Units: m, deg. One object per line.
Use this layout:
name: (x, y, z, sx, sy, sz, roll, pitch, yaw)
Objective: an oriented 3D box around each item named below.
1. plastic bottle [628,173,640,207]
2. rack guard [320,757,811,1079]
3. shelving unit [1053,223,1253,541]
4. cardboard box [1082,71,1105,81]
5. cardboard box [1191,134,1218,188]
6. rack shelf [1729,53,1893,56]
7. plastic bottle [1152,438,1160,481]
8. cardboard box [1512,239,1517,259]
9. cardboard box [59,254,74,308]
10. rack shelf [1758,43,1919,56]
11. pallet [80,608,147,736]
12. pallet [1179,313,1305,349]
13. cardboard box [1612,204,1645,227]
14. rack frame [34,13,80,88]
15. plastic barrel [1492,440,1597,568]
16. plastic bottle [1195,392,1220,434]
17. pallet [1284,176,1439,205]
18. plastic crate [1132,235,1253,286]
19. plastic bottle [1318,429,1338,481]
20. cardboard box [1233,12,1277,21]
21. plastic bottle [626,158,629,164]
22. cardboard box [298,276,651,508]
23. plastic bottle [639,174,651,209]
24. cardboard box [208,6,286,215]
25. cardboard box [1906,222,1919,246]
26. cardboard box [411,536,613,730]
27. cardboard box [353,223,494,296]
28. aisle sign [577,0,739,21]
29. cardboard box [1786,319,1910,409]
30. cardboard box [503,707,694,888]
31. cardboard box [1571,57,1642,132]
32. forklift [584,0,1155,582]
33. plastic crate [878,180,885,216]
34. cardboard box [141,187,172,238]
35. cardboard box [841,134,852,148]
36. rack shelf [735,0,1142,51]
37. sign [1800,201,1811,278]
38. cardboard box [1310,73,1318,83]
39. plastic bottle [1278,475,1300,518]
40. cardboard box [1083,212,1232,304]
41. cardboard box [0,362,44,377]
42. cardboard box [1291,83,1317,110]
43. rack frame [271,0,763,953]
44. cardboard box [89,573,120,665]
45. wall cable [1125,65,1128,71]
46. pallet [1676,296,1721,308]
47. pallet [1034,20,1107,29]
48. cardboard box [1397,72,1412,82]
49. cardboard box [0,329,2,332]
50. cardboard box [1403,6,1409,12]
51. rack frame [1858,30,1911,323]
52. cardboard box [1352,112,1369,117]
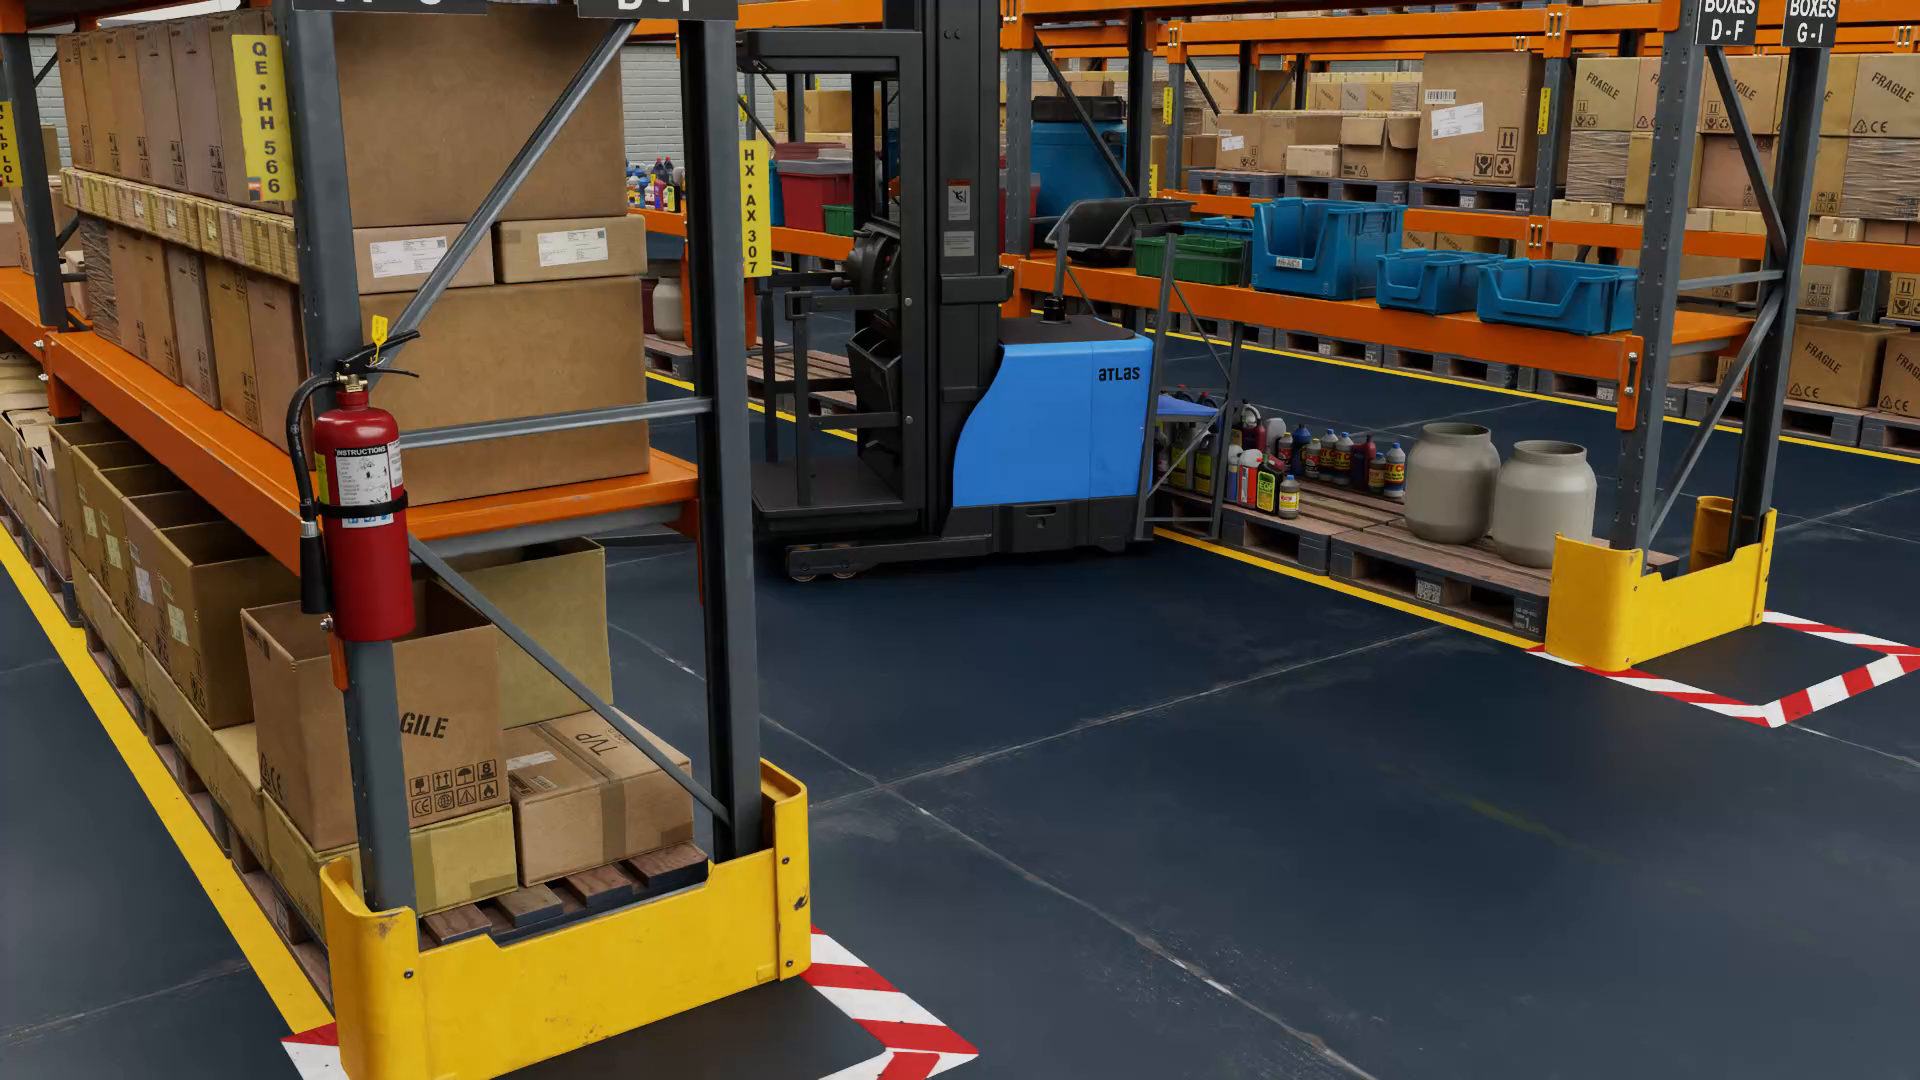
plastic bottle: (-2.655, -2.857, 13.576, 0.097, 0.271, 0.097, 0, 15, 0)
rack guard: (-0.945, 0.948, 4.165, 1.175, 0.500, 0.348, -11, 19, -35)
shelving unit: (0.920, -0.843, 8.637, 0.538, 1.500, 1.048, 0, 12, -27)
cardboard box: (2.071, -6.395, 23.610, 0.500, 0.500, 0.500, -10, 18, -33)
cardboard box: (2.287, -3.702, 16.231, 0.500, 0.500, 0.500, -10, 18, -33)
rack shelf: (13.205, -7.344, 25.408, 1.077, 0.370, 4.000, -11, 19, -35)
plastic bottle: (1.011, -0.468, 8.916, 0.061, 0.283, 0.133, -10, 18, -32)
cardboard box: (6.214, -3.444, 19.415, 0.500, 0.500, 0.500, -12, 19, -37)
cardboard box: (-3.976, -1.211, 7.574, 0.396, 0.266, 0.258, -11, 19, -36)
rack shelf: (11.544, -5.719, 19.469, 1.077, 0.370, 4.000, -11, 19, -35)
pallet: (-2.877, 0.404, 6.698, 1.003, 0.211, 1.213, -11, 19, -35)
pallet: (2.811, -1.996, 15.468, 1.003, 0.211, 1.213, -11, 19, -35)
cardboard box: (4.893, -2.335, 11.903, 0.380, 0.149, 0.250, -11, 19, -35)
rack frame: (-5.663, -1.971, 10.095, 1.000, 3.000, 0.127, -11, 19, -35)
plastic barrel: (2.601, -0.162, 7.403, 0.421, 0.512, 0.421, 0, 15, 0)
plastic bottle: (1.423, -0.686, 9.584, 0.144, 0.351, 0.185, -12, 19, -37)
pallet: (3.549, -2.999, 14.214, 1.003, 0.211, 1.213, -11, 19, -35)
plastic crate: (1.268, -1.449, 8.589, 0.450, 0.188, 0.662, -11, 19, -35)
plastic bottle: (1.976, -0.457, 8.899, 0.097, 0.271, 0.097, 0, 15, 0)
cardboard box: (2.724, -4.633, 14.422, 0.500, 0.250, 0.500, -10, 18, -33)
plastic bottle: (-3.092, -3.384, 15.353, 0.144, 0.351, 0.185, -11, 19, -35)
cardboard box: (-1.223, -0.413, 4.212, 0.700, 0.500, 0.500, -11, 19, -35)
plastic bottle: (-2.540, -2.815, 13.424, 0.097, 0.271, 0.097, 0, 15, 0)
cardboard box: (-1.568, -1.161, 4.489, 0.700, 0.500, 0.500, -11, 19, -36)
cardboard box: (6.139, -1.922, 10.391, 0.380, 0.149, 0.250, -11, 19, -35)
cardboard box: (-1.390, 0.244, 4.996, 0.500, 0.500, 0.500, -11, 19, -35)
cardboard box: (-1.338, -0.676, 3.945, 0.380, 0.149, 0.250, -11, 19, -35)
aisle sign: (-0.673, -1.550, 3.633, 0.394, 0.787, 0.004, -11, 19, -35)
cardboard box: (5.971, -1.191, 11.186, 0.500, 0.500, 0.500, -9, 18, -29)
cardboard box: (-1.094, 0.712, 4.706, 0.500, 0.250, 0.500, -11, 19, -35)
cardboard box: (4.763, -3.192, 11.910, 0.500, 0.500, 0.500, -11, 19, -35)
forklift: (-0.603, -1.371, 8.034, 3.031, 2.935, 1.130, -4, 16, -14)
plastic crate: (-0.202, -2.064, 10.467, 0.392, 0.384, 0.575, -11, 19, -35)
cardboard box: (-2.396, -1.060, 5.350, 0.380, 0.149, 0.250, -11, 19, -35)
cardboard box: (-1.078, -4.706, 19.808, 0.500, 0.250, 0.500, -10, 18, -33)
rack shelf: (-0.478, -3.412, 11.040, 1.077, 0.370, 4.000, -11, 19, -35)
sign: (3.497, -1.249, 6.932, 0.100, 0.325, 0.005, -11, 19, -35)
cardboard box: (5.861, -7.434, 26.743, 0.380, 0.149, 0.250, -10, 18, -33)
plastic bottle: (1.615, -0.217, 8.156, 0.097, 0.201, 0.097, 0, 15, 0)
cardboard box: (1.963, -2.836, 16.486, 1.225, 0.875, 0.875, -12, 19, -37)
cardboard box: (-5.277, -0.849, 9.349, 0.500, 0.311, 0.500, -11, 19, -36)
cardboard box: (5.716, -7.138, 26.891, 0.500, 0.500, 0.500, -11, 19, -36)
rack frame: (-0.959, -0.263, 3.854, 1.000, 3.000, 0.127, -11, 19, -35)
cardboard box: (-2.994, 0.261, 6.355, 0.500, 0.250, 0.500, -11, 19, -35)
wall cable: (3.471, -8.667, 32.637, 0.588, 1.984, 0.122, -11, 19, -35)
pallet: (7.540, -2.471, 17.204, 1.003, 0.211, 1.213, -11, 19, -35)
pallet: (1.271, -5.231, 16.682, 1.003, 0.211, 1.213, -10, 18, -32)
cardboard box: (6.877, -7.043, 25.313, 0.380, 0.149, 0.250, -11, 19, -36)
cardboard box: (-6.439, -1.514, 10.906, 0.500, 0.250, 0.500, -10, 18, -32)
cardboard box: (5.287, -6.046, 19.112, 0.500, 0.500, 0.500, -11, 19, -35)
rack frame: (8.776, -3.402, 15.324, 1.000, 3.000, 0.127, -11, 19, -35)
cardboard box: (4.854, -4.990, 19.680, 0.380, 0.149, 0.250, -10, 18, -33)
